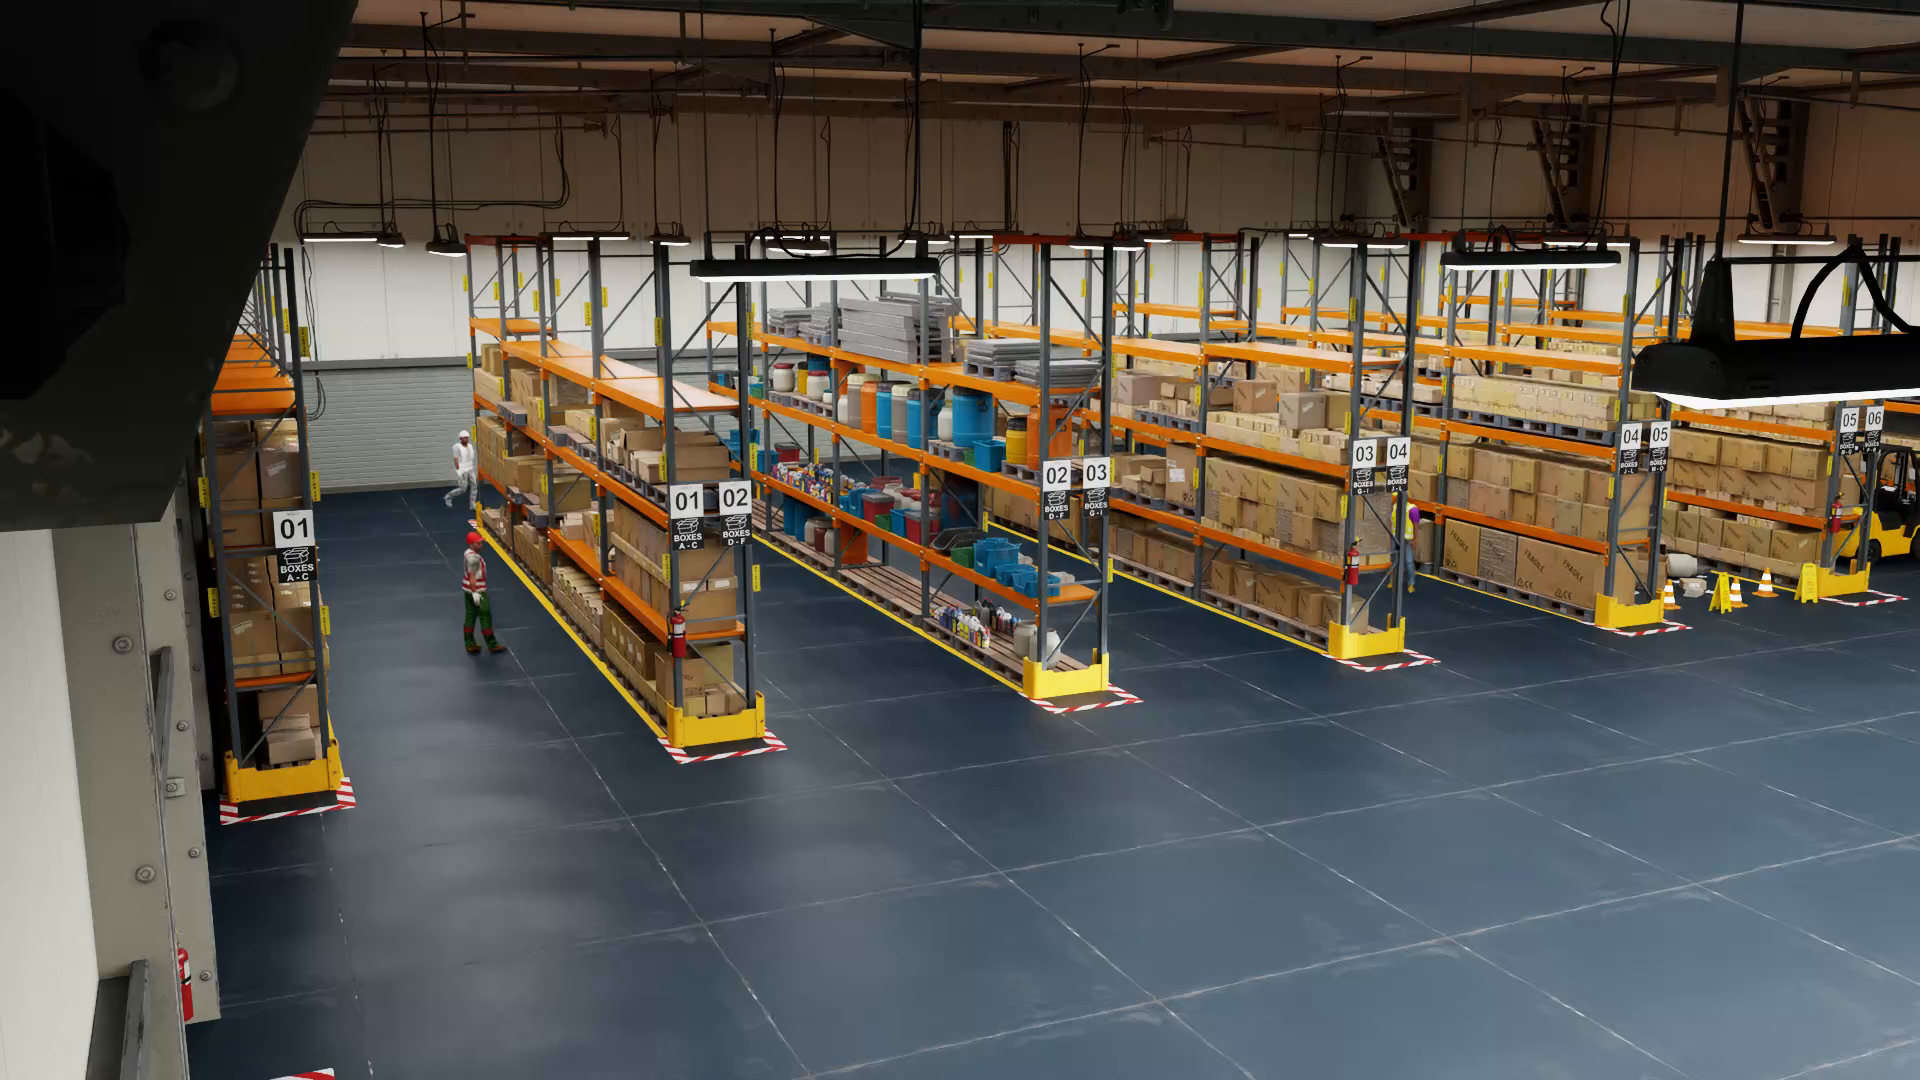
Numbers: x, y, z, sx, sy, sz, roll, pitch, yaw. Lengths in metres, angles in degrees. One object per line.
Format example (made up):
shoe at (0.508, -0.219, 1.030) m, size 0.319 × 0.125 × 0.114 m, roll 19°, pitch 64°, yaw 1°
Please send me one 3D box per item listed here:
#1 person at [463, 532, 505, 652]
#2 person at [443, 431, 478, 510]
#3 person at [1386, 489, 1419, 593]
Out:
person at (-7.074, 0.748, 24.559) m, size 0.548 × 1.789 × 0.541 m, roll -8°, pitch 14°, yaw -36°
person at (-10.870, -1.523, 36.324) m, size 0.807 × 1.749 × 0.584 m, roll 3°, pitch 11°, yaw 14°
person at (7.627, -0.009, 28.601) m, size 0.577 × 1.799 × 0.379 m, roll 8°, pitch 13°, yaw 35°
